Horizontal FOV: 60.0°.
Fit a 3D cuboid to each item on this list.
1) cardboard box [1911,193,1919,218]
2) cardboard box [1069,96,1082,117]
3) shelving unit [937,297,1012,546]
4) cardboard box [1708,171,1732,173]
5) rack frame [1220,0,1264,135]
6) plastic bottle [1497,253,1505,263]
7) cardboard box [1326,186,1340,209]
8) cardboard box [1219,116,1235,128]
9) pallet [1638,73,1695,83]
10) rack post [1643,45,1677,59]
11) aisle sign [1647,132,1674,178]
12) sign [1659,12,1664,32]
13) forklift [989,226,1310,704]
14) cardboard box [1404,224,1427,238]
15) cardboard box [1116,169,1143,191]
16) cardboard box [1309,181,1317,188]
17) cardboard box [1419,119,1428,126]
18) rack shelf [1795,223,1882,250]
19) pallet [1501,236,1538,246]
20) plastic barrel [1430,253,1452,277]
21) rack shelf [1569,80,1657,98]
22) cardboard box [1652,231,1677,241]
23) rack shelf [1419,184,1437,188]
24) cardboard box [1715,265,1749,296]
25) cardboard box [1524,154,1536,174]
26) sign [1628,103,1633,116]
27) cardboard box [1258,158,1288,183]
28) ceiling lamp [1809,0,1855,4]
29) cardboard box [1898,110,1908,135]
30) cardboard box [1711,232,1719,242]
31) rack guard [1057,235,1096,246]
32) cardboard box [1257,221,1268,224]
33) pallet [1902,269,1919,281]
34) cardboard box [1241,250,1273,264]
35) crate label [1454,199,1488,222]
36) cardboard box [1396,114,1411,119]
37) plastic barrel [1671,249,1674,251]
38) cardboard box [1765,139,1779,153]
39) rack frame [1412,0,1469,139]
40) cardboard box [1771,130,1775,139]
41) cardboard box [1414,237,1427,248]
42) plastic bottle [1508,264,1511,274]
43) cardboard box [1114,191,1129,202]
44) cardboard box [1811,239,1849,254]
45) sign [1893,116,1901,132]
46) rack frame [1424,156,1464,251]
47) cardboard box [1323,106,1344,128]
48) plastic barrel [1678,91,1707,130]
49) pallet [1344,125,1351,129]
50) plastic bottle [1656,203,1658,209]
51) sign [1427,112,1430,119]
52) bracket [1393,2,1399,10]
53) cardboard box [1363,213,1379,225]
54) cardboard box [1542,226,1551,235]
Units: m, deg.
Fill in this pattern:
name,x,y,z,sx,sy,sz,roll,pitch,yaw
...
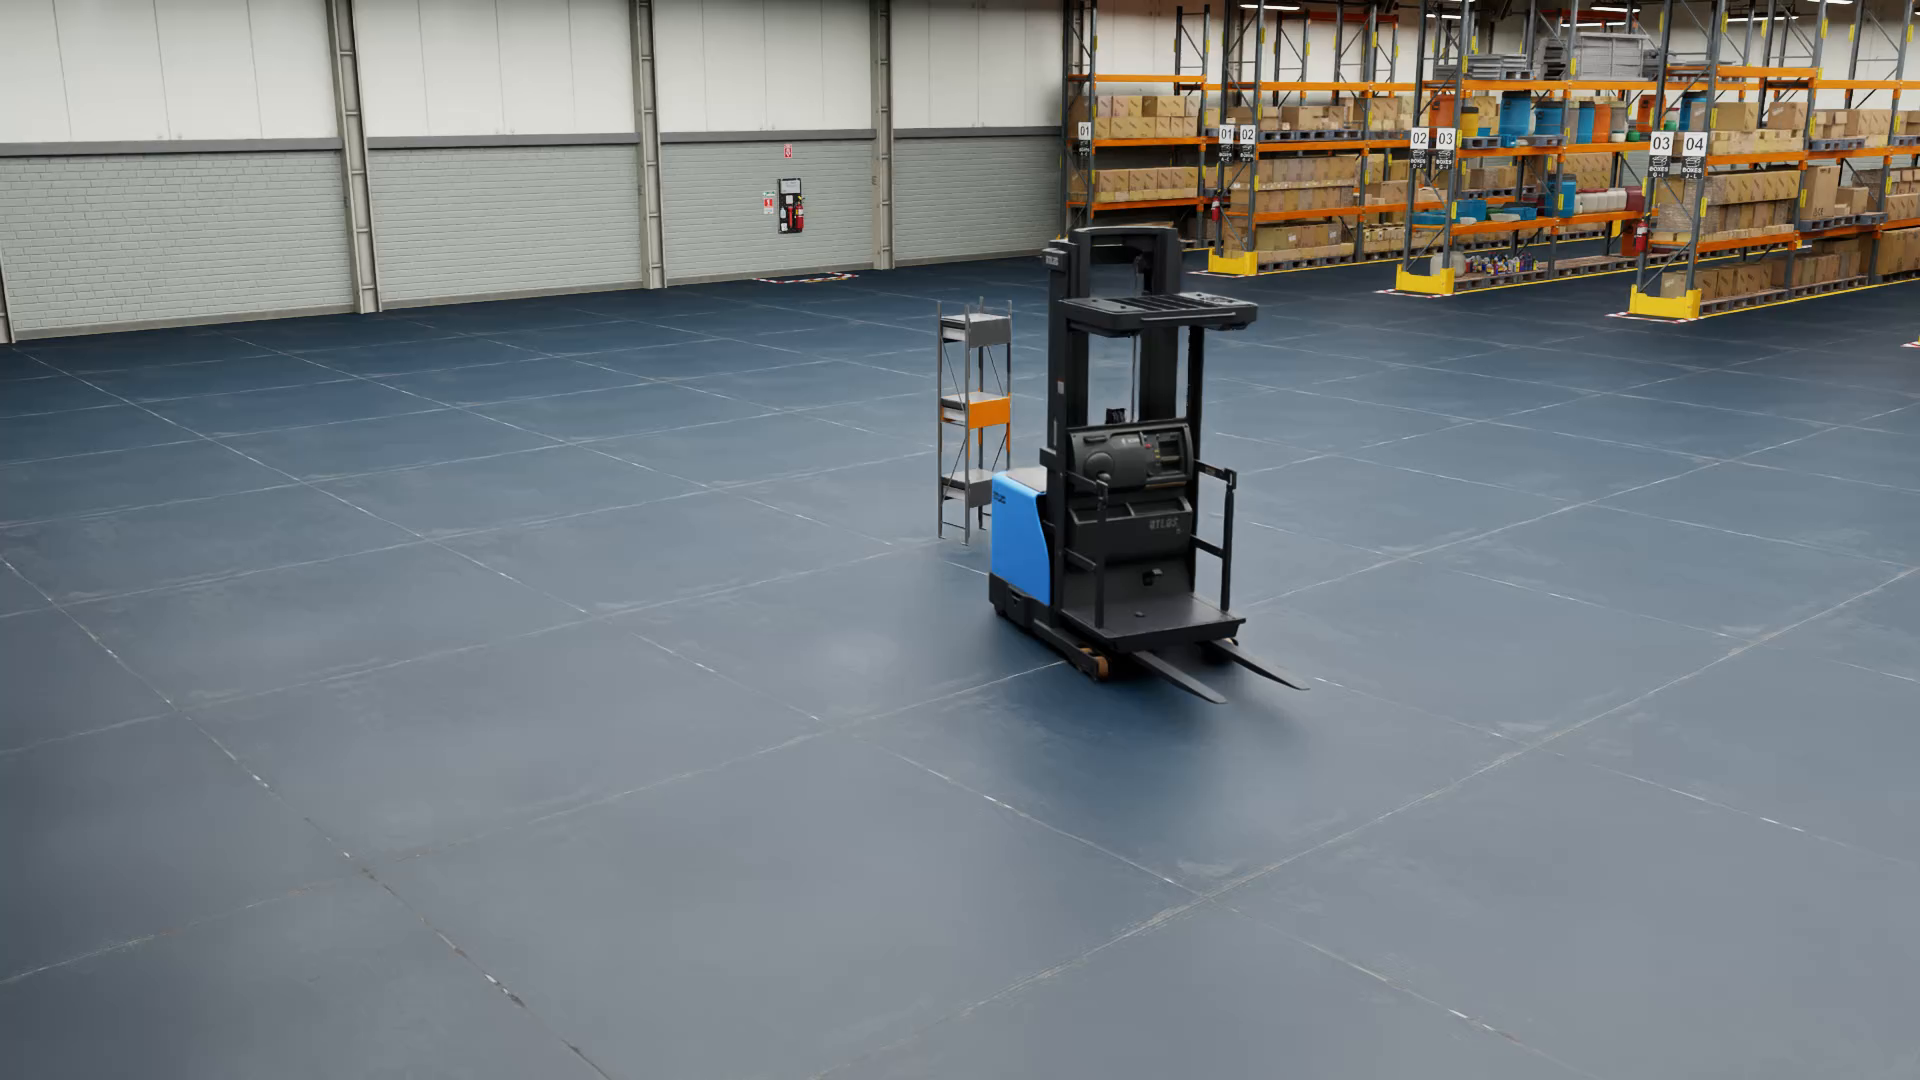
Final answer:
name,x,y,z,sx,sy,sz,roll,pitch,yaw
cardboard box,20.313,-7.172,35.593,0.500,0.500,0.500,-13,19,-39
cardboard box,2.981,-10.486,40.213,0.500,0.500,0.500,-12,19,-37
shelving unit,0.125,-1.042,14.584,0.503,2.100,0.431,-13,19,-39
cardboard box,13.970,-6.549,30.747,0.500,0.500,0.500,-13,19,-39
rack frame,6.082,-10.307,35.899,0.127,3.000,1.000,-13,19,-39
plastic bottle,11.562,-5.970,35.568,0.185,0.351,0.144,-13,19,-39
cardboard box,8.375,-7.967,38.572,0.500,0.500,0.700,-13,20,-40
cardboard box,6.775,-10.840,43.067,0.500,0.311,0.500,-12,19,-38
pallet,15.930,-10.529,37.871,1.003,0.211,1.213,-13,19,-39
rack post,15.889,-11.097,37.859,0.986,0.289,0.624,-13,19,-39
aisle sign,12.338,-6.783,29.295,0.004,0.787,0.394,-13,19,-39
sign,12.233,-9.017,28.953,0.005,0.325,0.100,-13,19,-39
forklift,1.277,-0.594,11.296,1.130,2.935,3.031,-6,16,-23
cardboard box,11.113,-7.598,40.811,0.500,0.311,0.500,-13,20,-40
cardboard box,4.158,-8.862,40.914,0.500,0.500,0.500,-13,20,-41
cardboard box,7.878,-8.100,37.810,0.250,0.149,0.380,-12,19,-38
cardboard box,10.989,-10.069,40.296,0.500,0.250,0.500,-13,20,-40
rack shelf,17.108,-6.148,33.349,4.000,0.370,1.077,-13,19,-39
pallet,14.546,-7.949,44.100,1.213,0.211,1.003,-13,19,-39
plastic barrel,9.777,-5.571,33.801,0.421,0.512,0.421,0,15,0
rack shelf,13.857,-9.818,36.236,4.000,0.370,1.077,-13,19,-39
cardboard box,12.662,-5.446,29.814,0.250,0.149,0.380,-13,19,-39
rack shelf,13.389,-10.396,49.253,4.000,0.370,1.077,-13,19,-39
cardboard box,14.428,-4.873,31.212,0.500,0.500,0.500,14,20,42
cardboard box,15.346,-10.109,44.651,0.500,0.500,0.500,-13,19,-39
sign,18.501,-11.884,45.902,0.005,0.325,0.100,-13,19,-39
cardboard box,6.876,-8.259,37.151,0.500,0.500,0.700,-13,20,-41
ceiling lamp,19.591,-13.509,36.574,2.000,3.185,0.800,-13,19,-39
cardboard box,19.623,-8.816,35.121,0.500,0.500,0.500,-11,19,-36
cardboard box,13.353,-5.438,29.782,0.250,0.149,0.380,-13,19,-39
rack guard,2.885,-7.177,40.652,0.348,0.500,1.175,-13,19,-39
cardboard box,7.889,-8.536,44.884,0.500,0.500,0.700,-13,20,-39
pallet,20.181,-5.812,36.099,1.213,0.211,1.003,-13,19,-39
cardboard box,6.633,-6.331,37.152,0.500,0.250,0.500,-13,19,-39
crate label,10.542,-6.825,34.420,0.616,0.435,0.502,-13,19,-39
cardboard box,12.574,-12.099,47.703,0.500,0.250,0.500,-13,20,-40
plastic barrel,16.943,-7.190,39.863,0.421,0.512,0.421,0,15,0
cardboard box,14.645,-7.232,30.490,0.500,0.250,0.500,-13,20,-40
rack frame,9.331,-9.342,32.286,0.127,3.000,1.000,-13,19,-39
cardboard box,14.716,-7.447,30.523,0.250,0.149,0.380,-12,19,-37
cardboard box,11.112,-7.329,40.890,0.500,0.250,0.500,-12,19,-38
plastic bottle,11.467,-5.677,34.762,0.097,0.201,0.097,0,15,0
cardboard box,3.786,-8.421,40.716,0.500,0.250,0.500,-13,20,-41
cardboard box,17.738,-5.991,33.903,0.500,0.250,0.500,-10,18,-33
sign,18.972,-8.428,33.674,0.005,0.325,0.100,-13,19,-39
rack frame,12.117,-8.764,41.747,0.127,3.000,1.000,-13,19,-39
cardboard box,8.547,-9.820,38.610,0.500,0.500,0.500,-11,18,-35
plastic barrel,17.196,-10.052,38.971,0.708,0.901,0.600,-13,19,-39
pallet,11.221,-11.597,46.912,1.217,0.209,0.805,-14,20,-42
plastic bottle,16.010,-7.761,38.243,0.097,0.271,0.097,0,15,0
sign,11.762,-10.569,41.690,0.005,0.325,0.100,-13,19,-39
bracket,12.386,-15.331,47.732,0.430,0.232,0.235,-13,19,-39
cardboard box,11.475,-9.434,47.608,0.750,0.750,0.750,-12,19,-39
cardboard box,15.593,-8.384,44.682,0.500,0.311,0.500,-13,19,-39
